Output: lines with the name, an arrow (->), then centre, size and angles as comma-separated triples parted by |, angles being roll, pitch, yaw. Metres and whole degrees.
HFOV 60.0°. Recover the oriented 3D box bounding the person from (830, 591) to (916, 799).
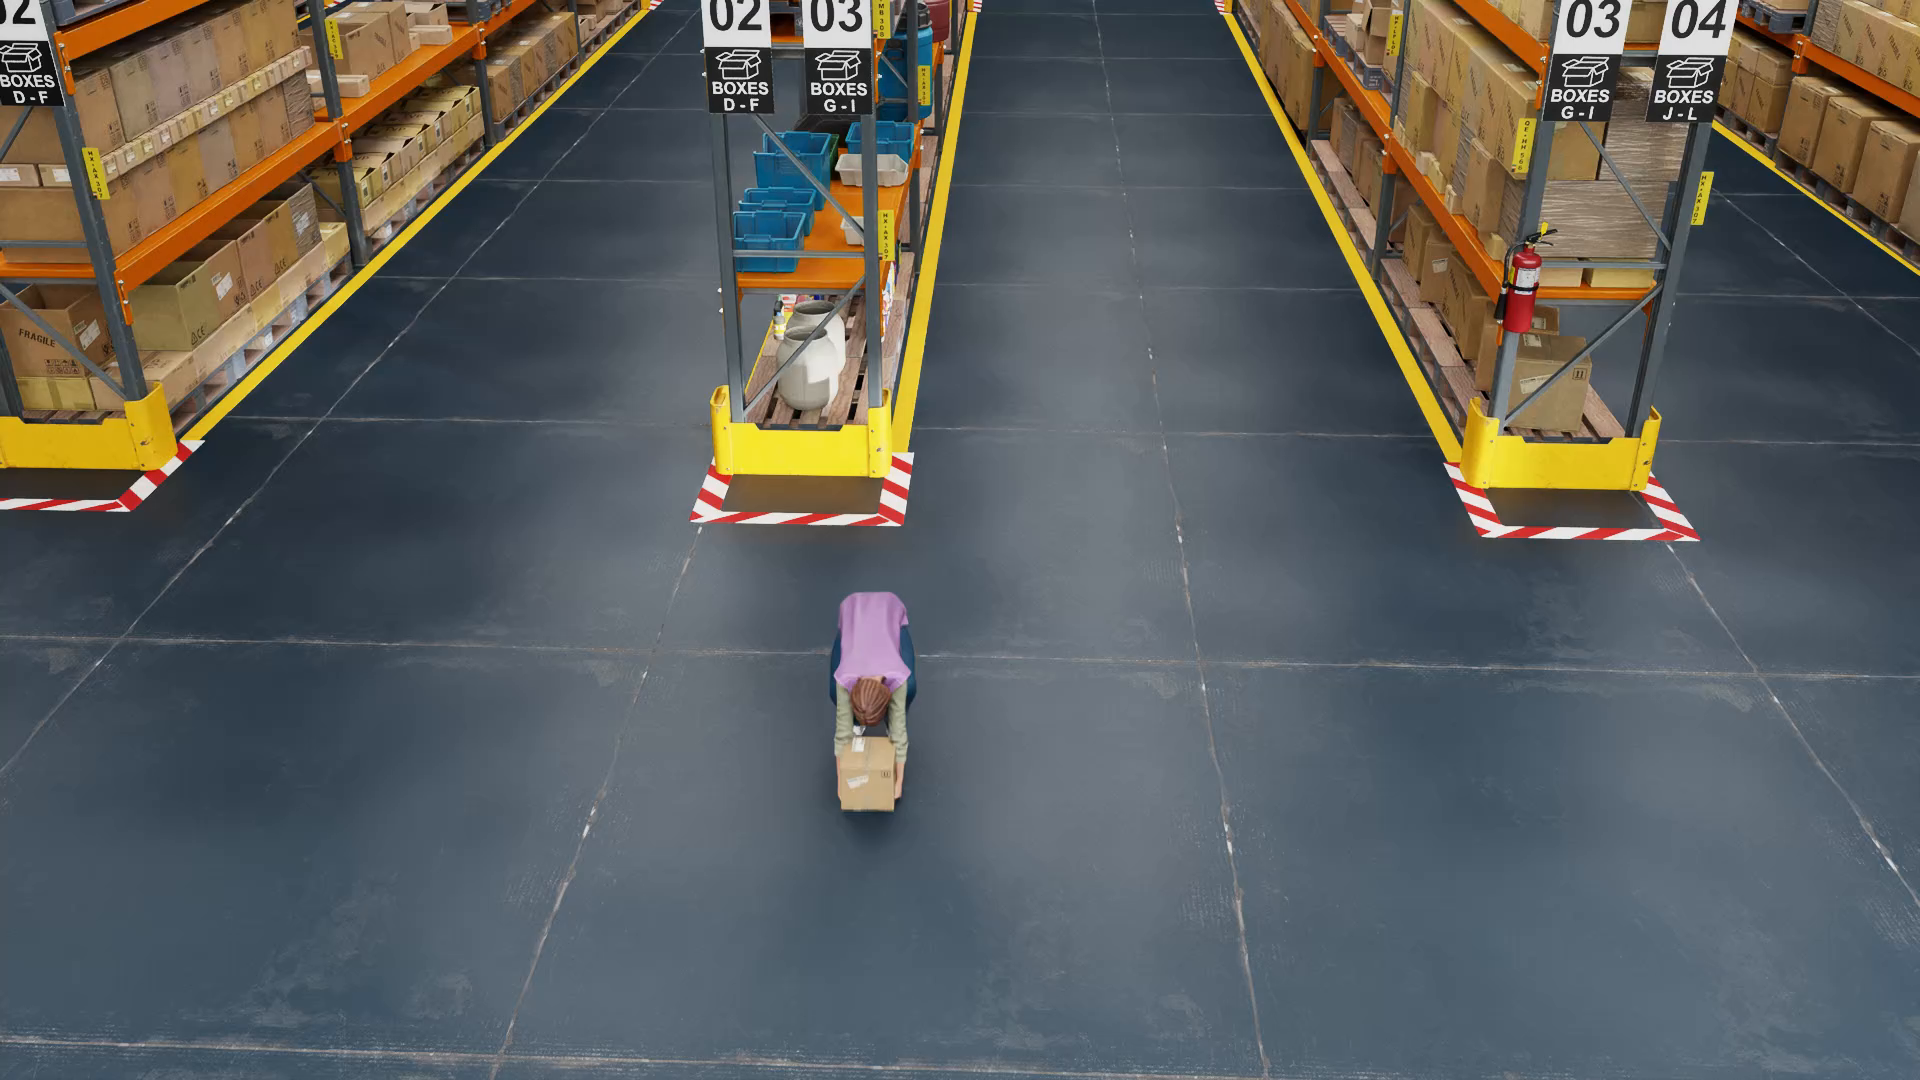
person -> -0.424, 0.731, 8.122 | 0.424, 0.815, 0.861 | 0, 28, 0
